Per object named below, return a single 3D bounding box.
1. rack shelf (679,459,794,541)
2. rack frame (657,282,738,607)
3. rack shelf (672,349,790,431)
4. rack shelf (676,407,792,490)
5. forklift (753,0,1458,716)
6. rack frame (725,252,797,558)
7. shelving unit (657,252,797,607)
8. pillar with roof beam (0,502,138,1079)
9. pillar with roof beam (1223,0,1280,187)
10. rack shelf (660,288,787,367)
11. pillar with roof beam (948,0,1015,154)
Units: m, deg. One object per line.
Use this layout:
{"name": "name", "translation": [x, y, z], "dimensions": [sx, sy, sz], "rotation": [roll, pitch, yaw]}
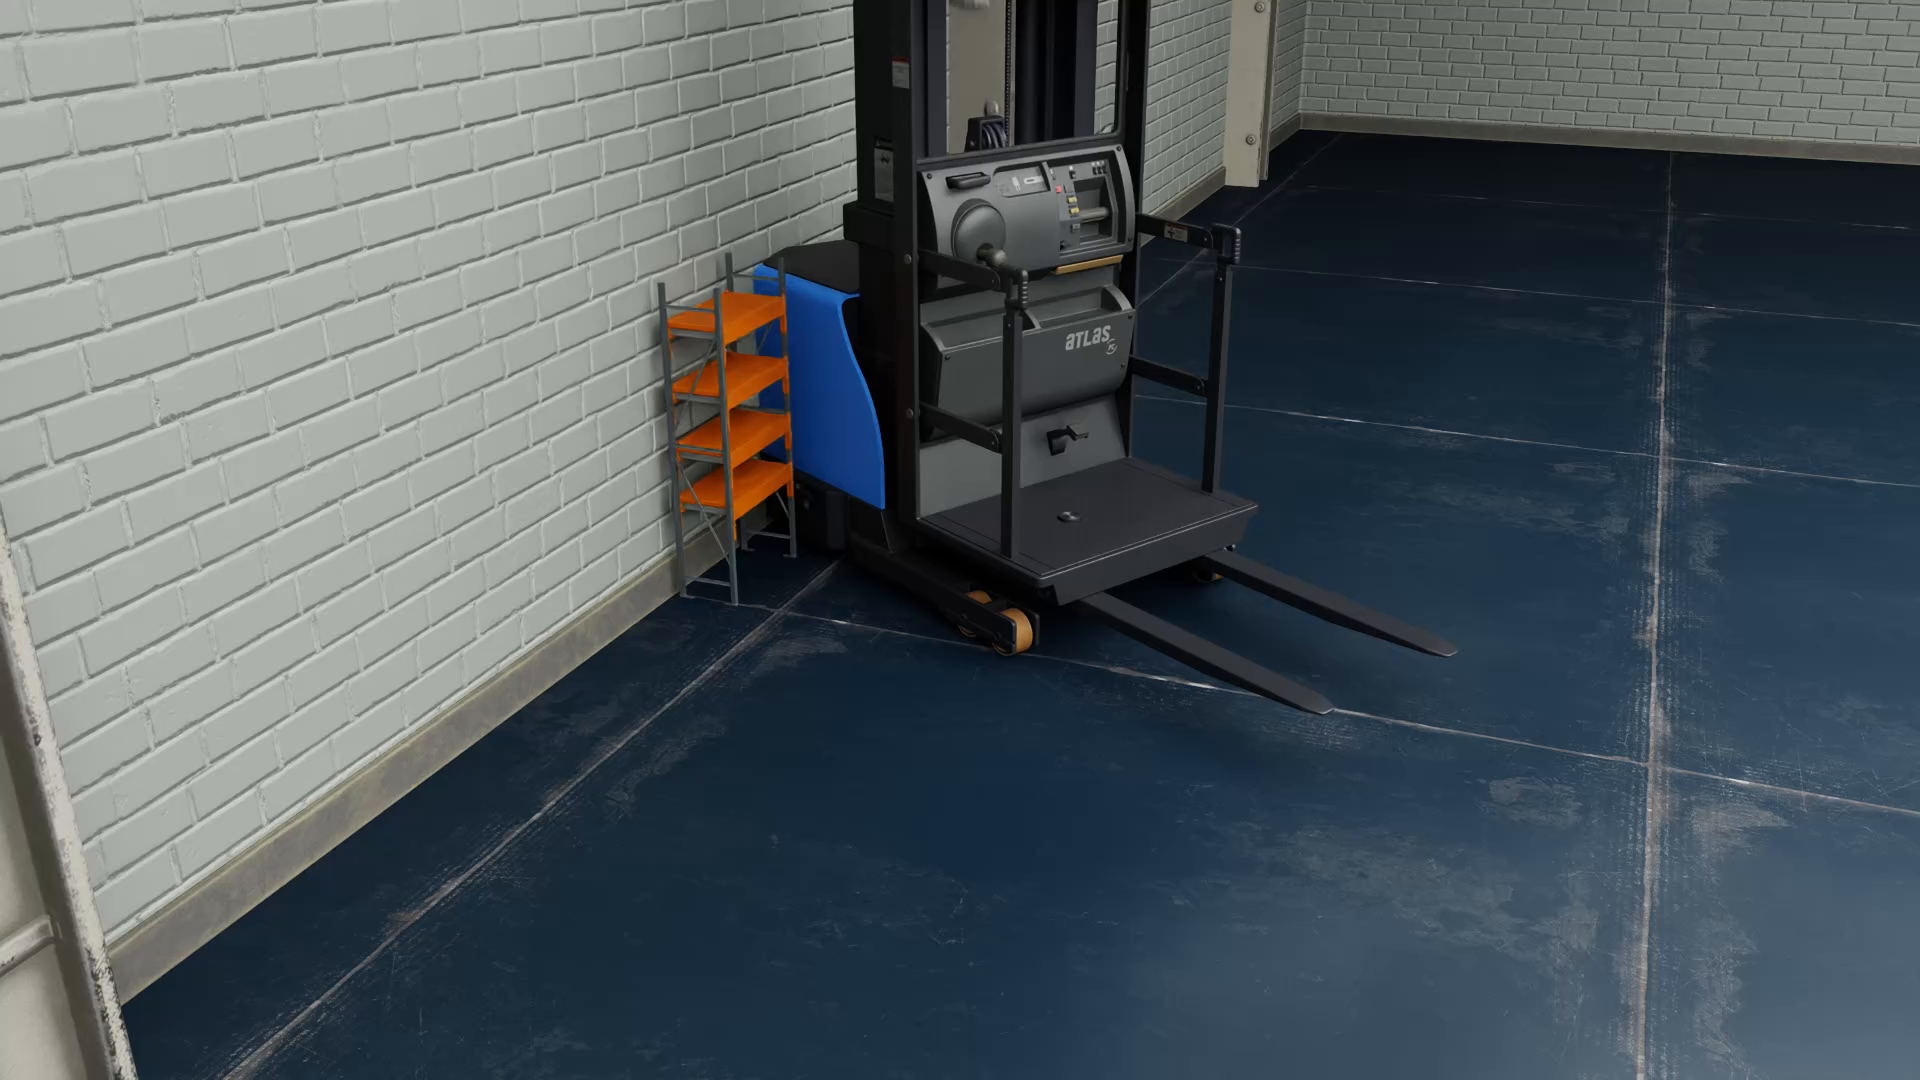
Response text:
{"name": "rack shelf", "translation": [-0.849, -0.168, 6.284], "dimensions": [0.258, 0.148, 0.480], "rotation": [8, 24, 19]}
{"name": "rack frame", "translation": [-0.937, -0.325, 5.972], "dimensions": [0.240, 1.200, 0.015], "rotation": [8, 24, 19]}
{"name": "rack shelf", "translation": [-0.849, -0.557, 6.121], "dimensions": [0.258, 0.148, 0.480], "rotation": [8, 24, 19]}
{"name": "rack shelf", "translation": [-0.849, -0.351, 6.208], "dimensions": [0.258, 0.148, 0.480], "rotation": [8, 24, 19]}
{"name": "forklift", "translation": [0.389, -1.165, 5.737], "dimensions": [1.130, 2.935, 3.031], "rotation": [-17, 28, -35]}
{"name": "rack frame", "translation": [-0.761, -0.501, 6.392], "dimensions": [0.240, 1.200, 0.015], "rotation": [8, 24, 19]}
{"name": "shelving unit", "translation": [-0.849, -0.413, 6.182], "dimensions": [0.258, 1.200, 0.503], "rotation": [8, 24, 19]}
{"name": "pillar with roof beam", "translation": [1.922, -2.246, 0.451], "dimensions": [9.100, 9.000, 0.400], "rotation": [9, 24, 20]}
{"name": "pillar with roof beam", "translation": [6.379, -6.540, 10.732], "dimensions": [9.100, 9.000, 0.400], "rotation": [9, 24, 20]}
{"name": "rack shelf", "translation": [-0.849, -0.775, 6.030], "dimensions": [0.258, 0.148, 0.480], "rotation": [8, 24, 19]}
{"name": "pillar with roof beam", "translation": [4.151, -4.393, 5.591], "dimensions": [9.100, 9.000, 0.400], "rotation": [9, 24, 20]}
